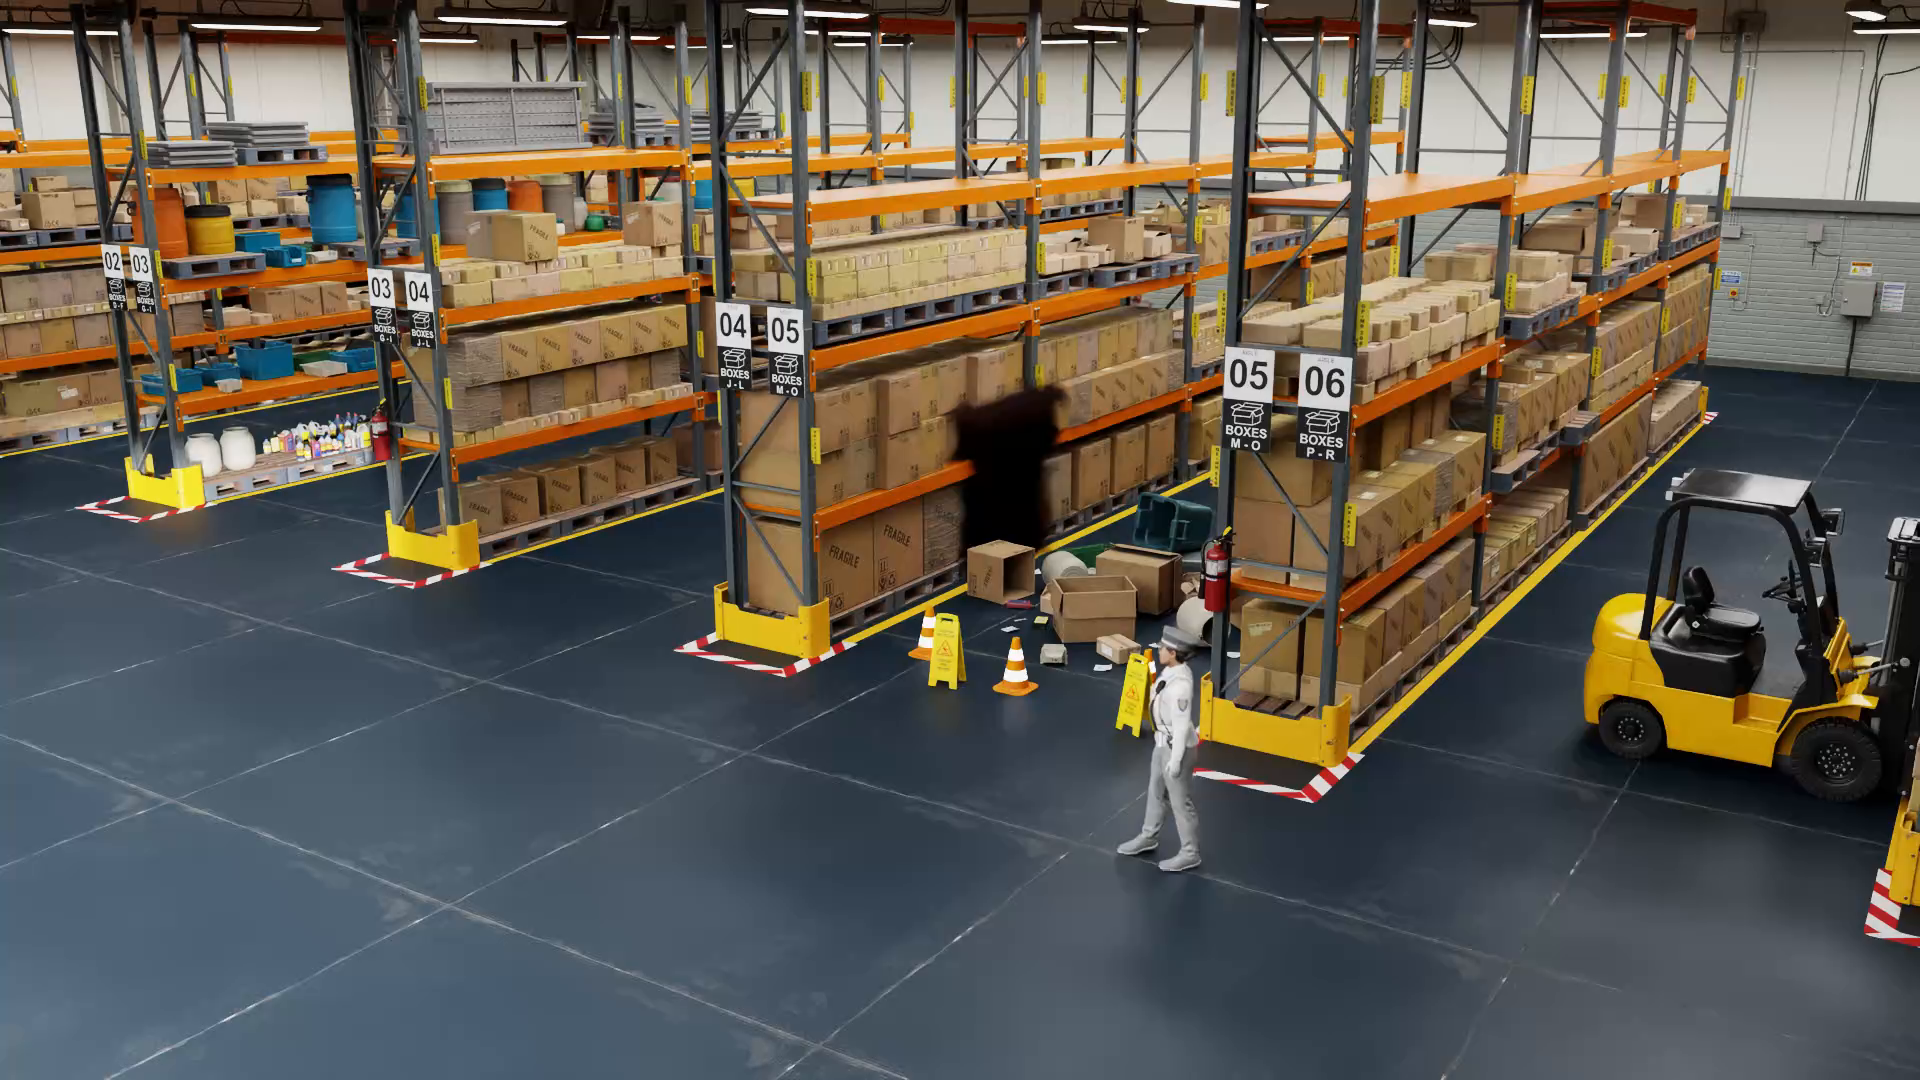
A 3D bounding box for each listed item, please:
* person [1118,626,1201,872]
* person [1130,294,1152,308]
[{"bbox_3d":[1.358,1.392,11.125,0.554,1.695,0.523,1,16,3],"label":"person"},{"bbox_3d":[3.065,-3.427,28.248,0.624,1.803,0.588,-9,18,-28],"label":"person"}]
